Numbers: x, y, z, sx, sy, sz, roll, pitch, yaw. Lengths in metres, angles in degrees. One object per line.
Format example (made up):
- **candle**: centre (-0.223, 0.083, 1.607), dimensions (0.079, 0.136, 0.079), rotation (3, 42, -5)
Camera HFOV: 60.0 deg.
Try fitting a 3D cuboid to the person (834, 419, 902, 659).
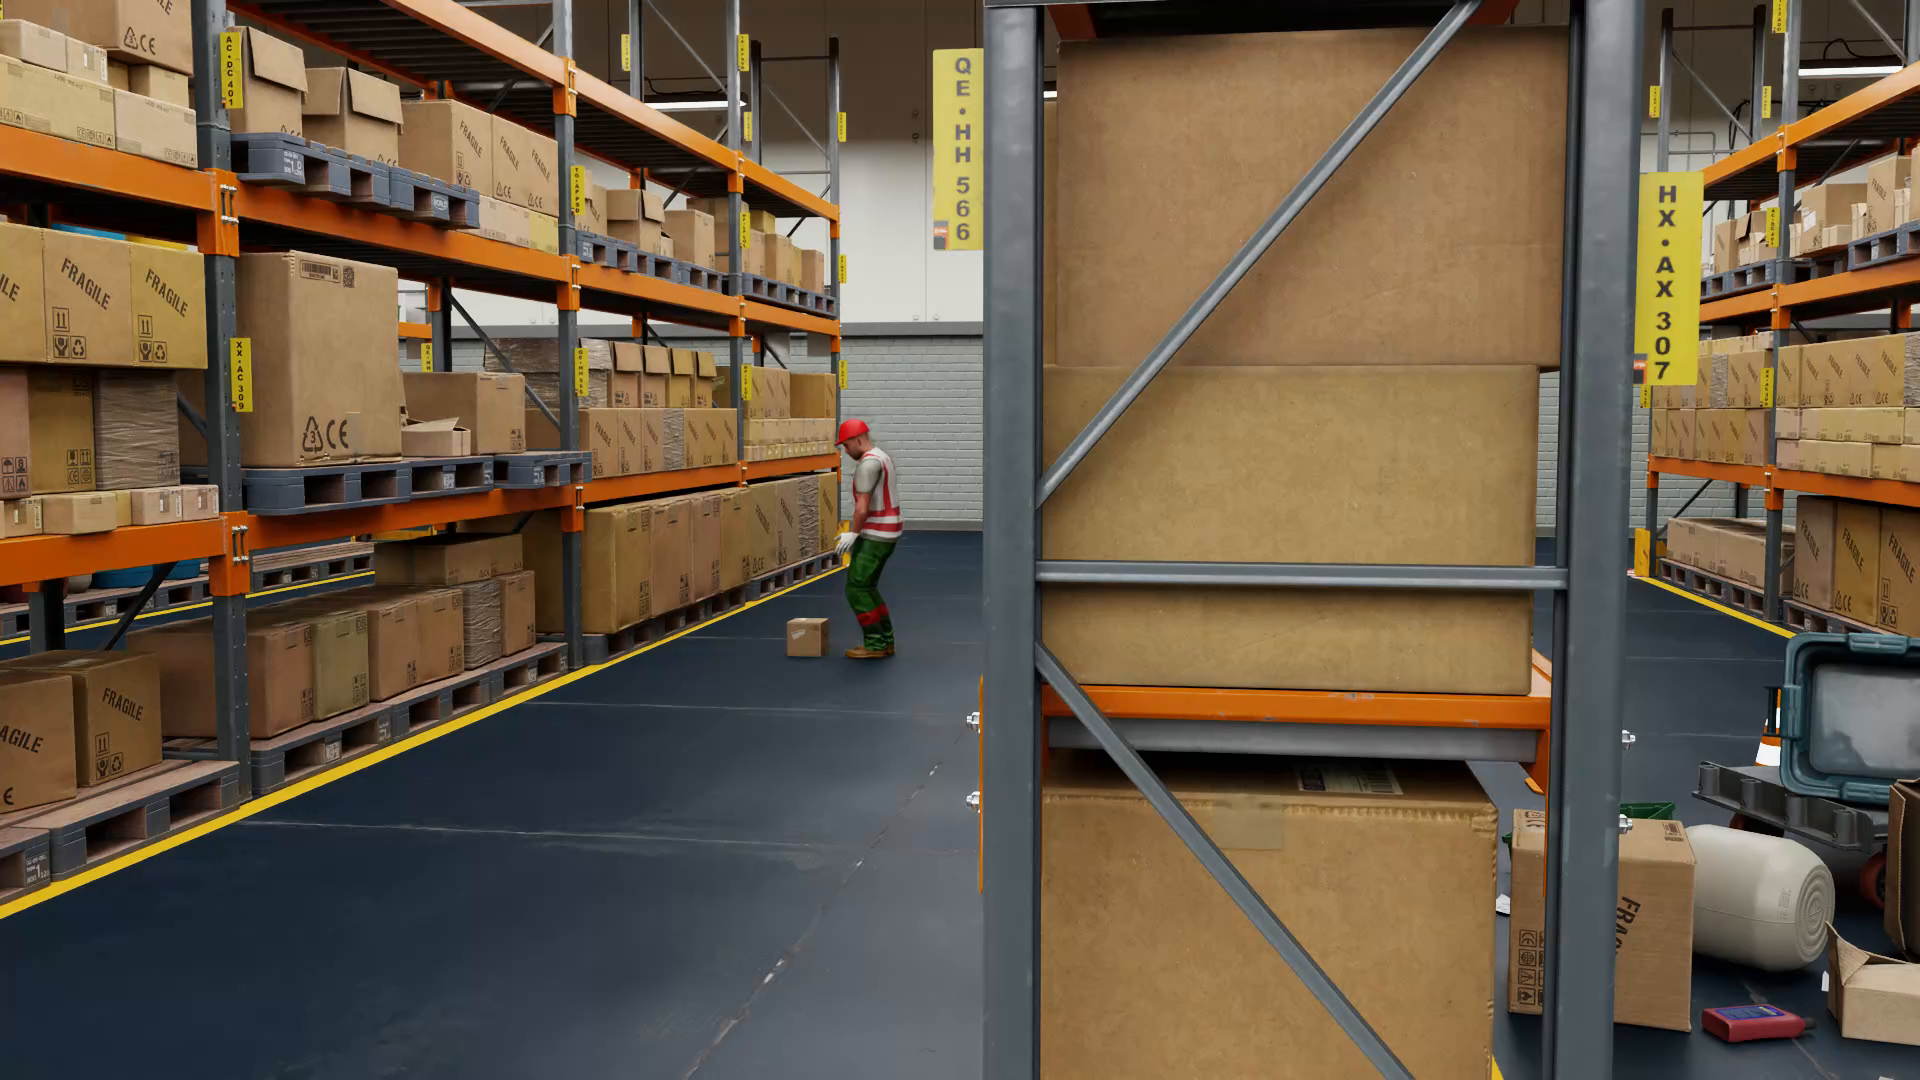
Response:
- **person**: centre (-0.670, -0.012, 12.011), dimensions (0.477, 1.724, 0.547), rotation (1, 4, 10)
